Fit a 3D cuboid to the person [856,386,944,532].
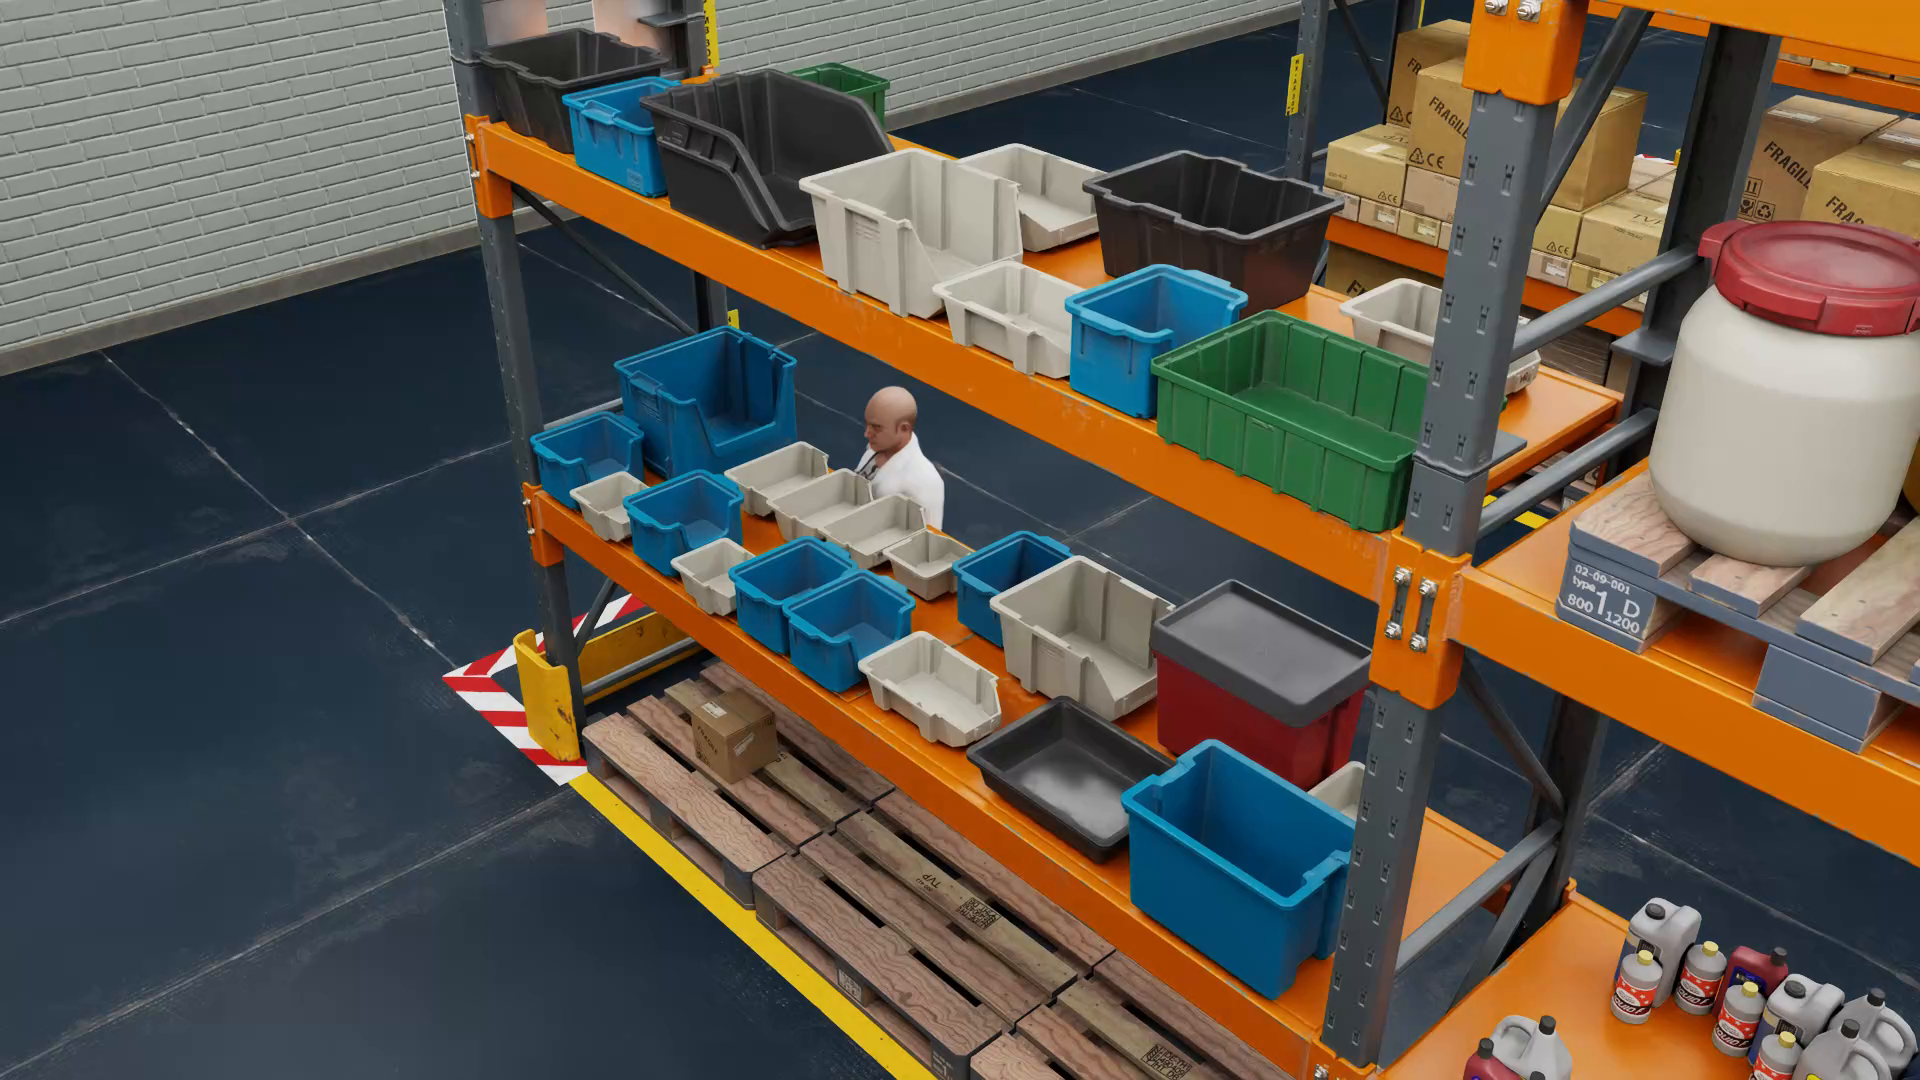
[{"bbox_3d":[-0.307,0.190,6.833,0.512,1.780,0.562,-13,34,-20],"label":"person"}]
